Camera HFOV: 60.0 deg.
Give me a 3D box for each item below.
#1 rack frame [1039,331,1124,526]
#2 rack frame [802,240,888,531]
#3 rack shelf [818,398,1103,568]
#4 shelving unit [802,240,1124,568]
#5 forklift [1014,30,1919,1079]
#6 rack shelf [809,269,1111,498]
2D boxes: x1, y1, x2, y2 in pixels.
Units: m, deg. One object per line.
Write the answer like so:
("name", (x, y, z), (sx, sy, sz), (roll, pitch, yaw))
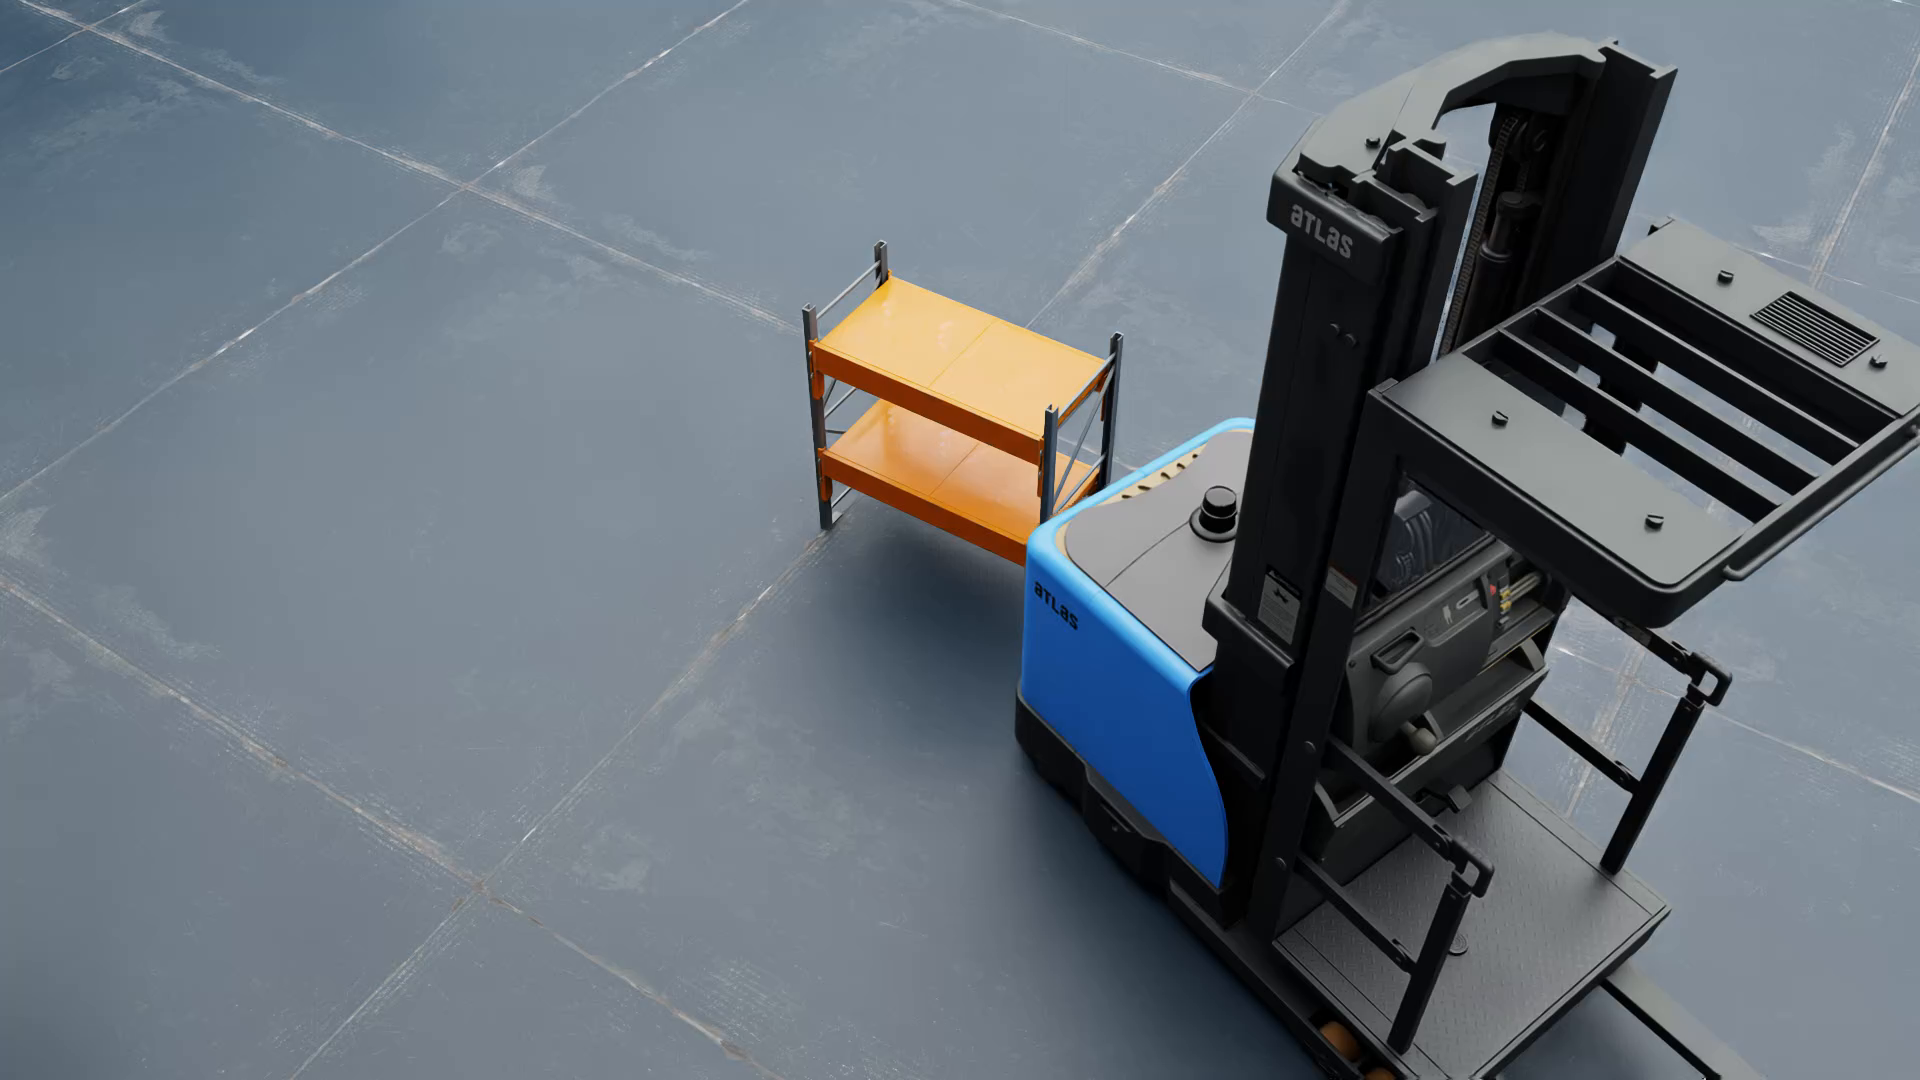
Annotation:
("rack frame", (0.434, -0.193, 6.153), (0.032, 1.125, 0.500), (25, 51, 22))
("rack frame", (-0.422, -0.586, 6.535), (0.032, 1.125, 0.500), (25, 51, 22))
("rack shelf", (0.006, -0.219, 6.519), (1.000, 0.278, 0.538), (25, 51, 22))
("shelving unit", (0.006, -0.389, 6.344), (1.048, 1.125, 0.538), (25, 51, 22))
("forklift", (1.496, 0.329, 4.386), (1.130, 2.935, 3.031), (-29, 52, -25))
("rack shelf", (0.006, -0.593, 6.134), (1.000, 0.278, 0.538), (25, 51, 22))
